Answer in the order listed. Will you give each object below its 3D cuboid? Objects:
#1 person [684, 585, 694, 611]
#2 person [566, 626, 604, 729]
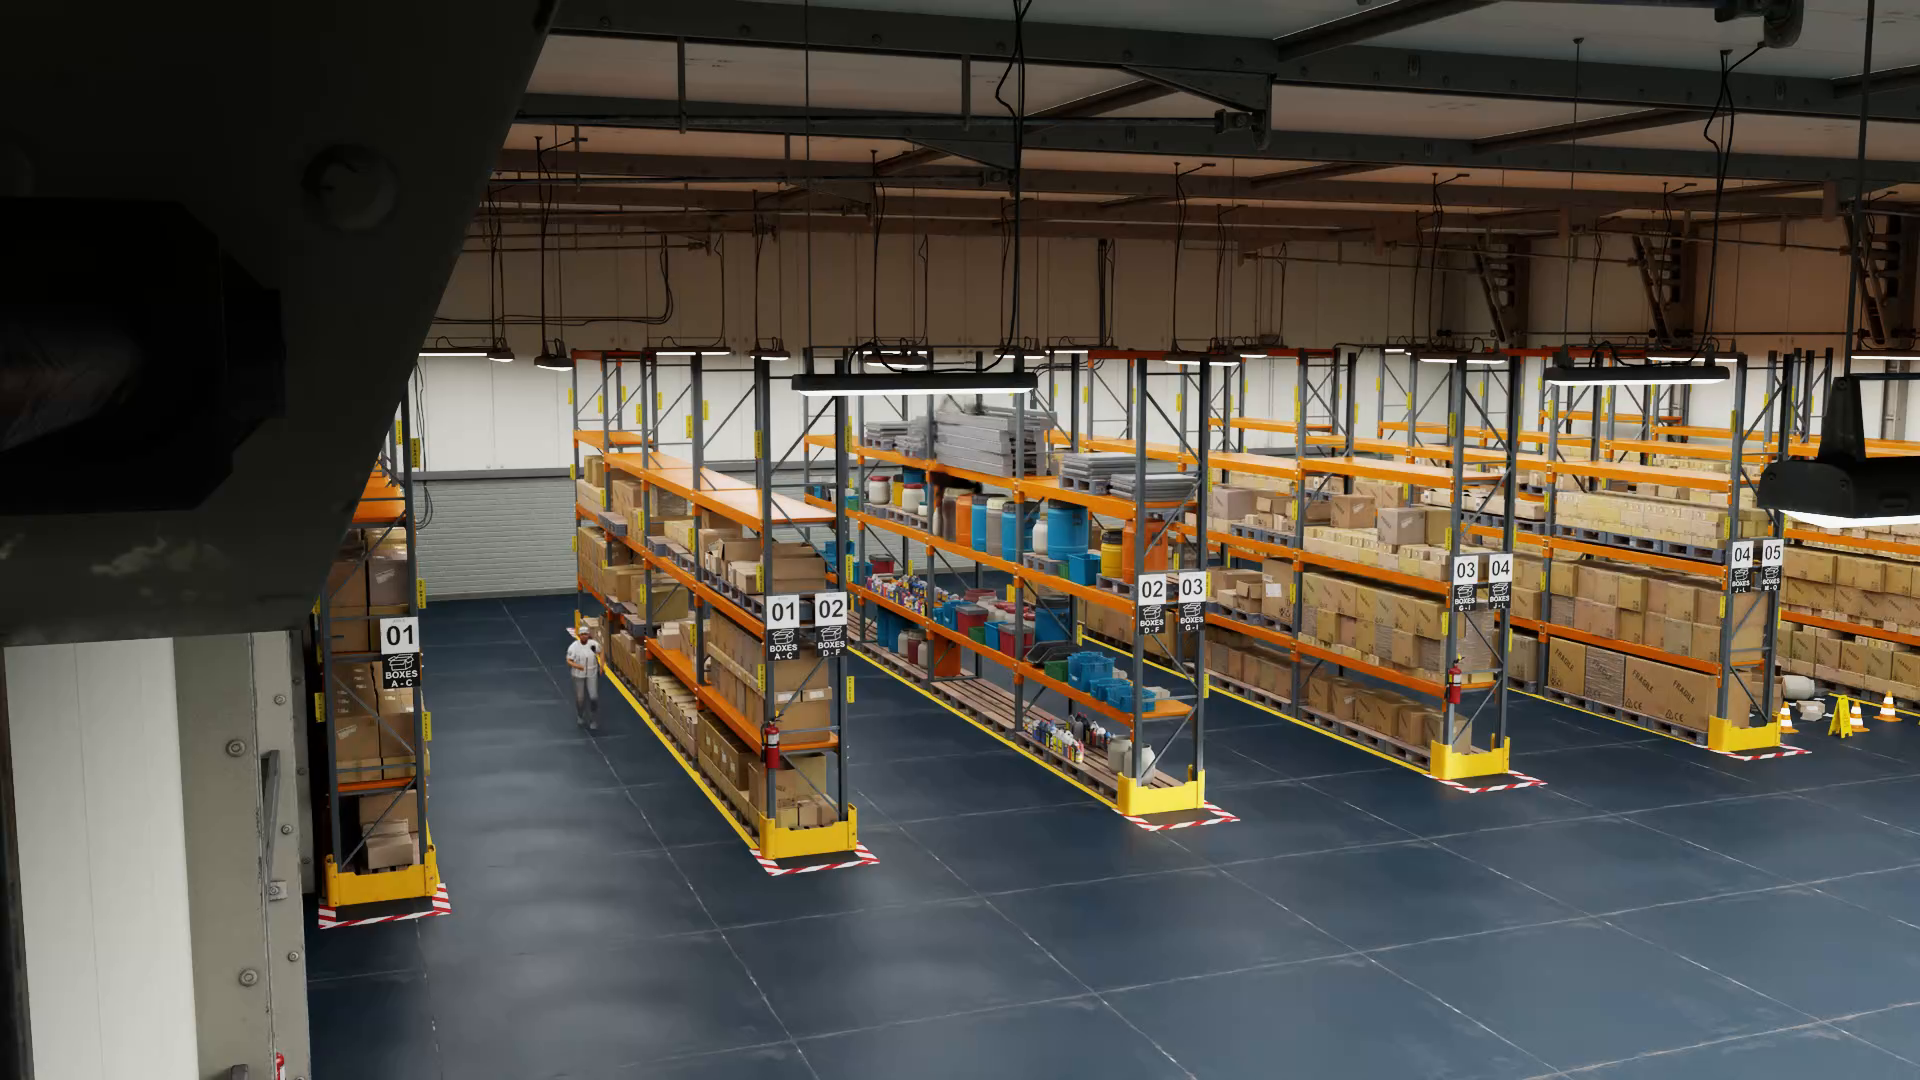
[{"bbox_3d":[-6.060,1.067,35.868,0.884,1.613,0.643,4,8,28],"label":"person"},{"bbox_3d":[-5.992,2.226,26.666,0.619,1.702,0.691,-2,7,-18],"label":"person"}]
